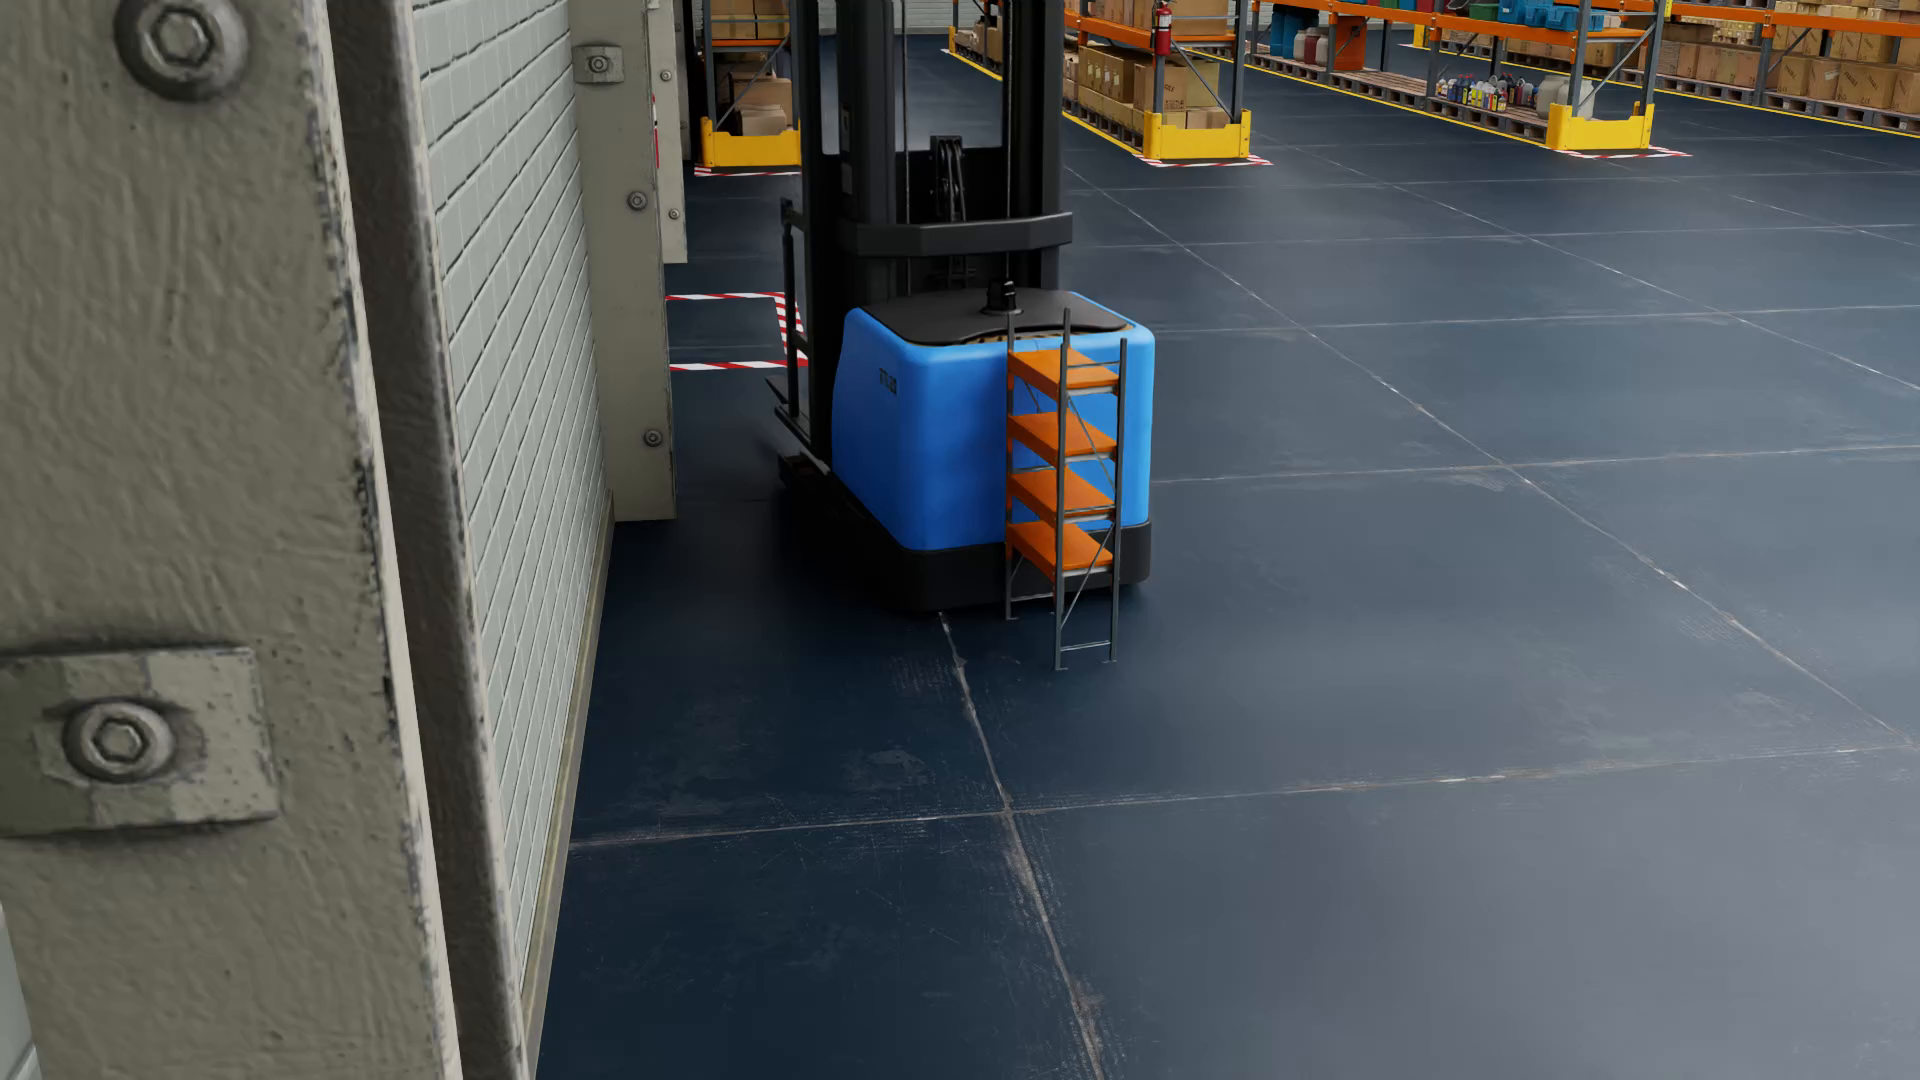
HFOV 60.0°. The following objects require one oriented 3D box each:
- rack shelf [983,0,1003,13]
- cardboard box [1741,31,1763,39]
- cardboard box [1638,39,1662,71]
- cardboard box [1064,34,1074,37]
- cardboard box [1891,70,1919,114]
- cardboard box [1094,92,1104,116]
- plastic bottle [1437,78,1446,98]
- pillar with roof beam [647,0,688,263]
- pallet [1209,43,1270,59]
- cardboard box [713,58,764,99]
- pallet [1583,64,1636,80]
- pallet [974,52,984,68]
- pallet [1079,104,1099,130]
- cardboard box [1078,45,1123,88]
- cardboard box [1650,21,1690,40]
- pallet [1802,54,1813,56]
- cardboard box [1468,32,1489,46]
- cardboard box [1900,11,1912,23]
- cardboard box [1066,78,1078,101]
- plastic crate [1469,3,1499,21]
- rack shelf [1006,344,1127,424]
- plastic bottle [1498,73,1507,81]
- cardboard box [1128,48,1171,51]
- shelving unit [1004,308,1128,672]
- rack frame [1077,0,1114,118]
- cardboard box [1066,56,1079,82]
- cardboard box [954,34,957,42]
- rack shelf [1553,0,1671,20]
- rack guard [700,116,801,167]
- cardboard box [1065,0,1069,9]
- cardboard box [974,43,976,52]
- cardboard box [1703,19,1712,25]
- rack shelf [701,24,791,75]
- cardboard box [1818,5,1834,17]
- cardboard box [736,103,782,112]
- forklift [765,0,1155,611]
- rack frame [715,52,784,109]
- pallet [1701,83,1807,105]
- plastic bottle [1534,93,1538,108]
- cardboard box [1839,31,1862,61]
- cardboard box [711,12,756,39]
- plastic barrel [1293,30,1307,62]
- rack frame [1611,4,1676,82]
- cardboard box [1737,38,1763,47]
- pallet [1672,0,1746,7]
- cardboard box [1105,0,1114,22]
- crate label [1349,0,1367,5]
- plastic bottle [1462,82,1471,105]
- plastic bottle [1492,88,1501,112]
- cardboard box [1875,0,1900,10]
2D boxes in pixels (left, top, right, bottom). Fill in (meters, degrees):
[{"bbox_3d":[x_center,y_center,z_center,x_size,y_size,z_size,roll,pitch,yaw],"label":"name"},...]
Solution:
[{"bbox_3d":[1.230,-8.895,27.773,1.077,0.370,4.000,-3,21,-8],"label":"rack shelf"},{"bbox_3d":[15.308,-9.732,32.034,0.380,0.149,0.250,-3,21,-7],"label":"cardboard box"},{"bbox_3d":[11.438,-7.842,26.870,0.700,0.500,0.500,-4,21,-11],"label":"cardboard box"},{"bbox_3d":[1.588,-8.102,27.565,0.500,0.500,0.500,-3,21,-8],"label":"cardboard box"},{"bbox_3d":[12.282,-5.716,21.206,0.500,0.500,0.500,2,21,6],"label":"cardboard box"},{"bbox_3d":[1.996,-5.541,21.094,0.500,0.250,0.500,-3,21,-8],"label":"cardboard box"},{"bbox_3d":[6.610,-6.199,22.797,0.097,0.271,0.097,0,20,0],"label":"plastic bottle"},{"bbox_3d":[1.939,-6.668,12.207,9.100,9.000,0.400,-3,21,-8],"label":"pillar with roof beam"},{"bbox_3d":[5.521,-9.543,32.465,1.003,0.211,1.213,-3,21,-8],"label":"pallet"},{"bbox_3d":[-3.053,-6.369,22.926,0.700,0.500,0.500,-3,21,-9],"label":"cardboard box"},{"bbox_3d":[11.283,-8.009,28.357,1.003,0.211,1.213,-3,21,-8],"label":"pallet"},{"bbox_3d":[0.844,-8.856,30.626,1.003,0.211,1.213,-3,21,-8],"label":"pallet"},{"bbox_3d":[2.168,-5.571,21.830,1.003,0.211,1.213,-3,21,-8],"label":"pallet"},{"bbox_3d":[1.852,-6.238,21.890,0.500,0.500,0.500,-3,21,-8],"label":"cardboard box"},{"bbox_3d":[11.448,-8.194,26.740,0.500,0.250,0.500,-2,21,-6],"label":"cardboard box"},{"bbox_3d":[15.961,-8.639,30.045,1.003,0.211,1.213,-3,21,-8],"label":"pallet"},{"bbox_3d":[10.600,-10.169,32.591,0.875,0.875,0.875,-3,21,-8],"label":"cardboard box"},{"bbox_3d":[12.092,-6.585,20.920,0.380,0.149,0.250,-3,21,-8],"label":"cardboard box"},{"bbox_3d":[1.749,-6.192,22.838,0.500,0.250,0.500,-3,21,-8],"label":"cardboard box"},{"bbox_3d":[6.914,-6.820,21.491,0.450,0.188,0.662,-3,21,-8],"label":"plastic crate"},{"bbox_3d":[0.368,-0.554,5.861,0.258,0.148,0.480,-7,22,-18],"label":"rack shelf"},{"bbox_3d":[7.375,-6.160,22.579,0.144,0.351,0.185,-3,21,-9],"label":"plastic bottle"},{"bbox_3d":[2.439,-6.091,21.496,0.500,0.500,0.500,-3,21,-8],"label":"cardboard box"},{"bbox_3d":[0.368,-0.186,5.999,0.258,1.200,0.503,-7,22,-18],"label":"shelving unit"},{"bbox_3d":[2.095,-7.155,22.085,1.000,3.000,0.127,-3,21,-8],"label":"rack frame"},{"bbox_3d":[1.753,-6.452,22.732,0.500,0.311,0.500,-3,21,-8],"label":"cardboard box"},{"bbox_3d":[0.086,-10.018,33.197,0.380,0.149,0.250,-3,21,-8],"label":"cardboard box"},{"bbox_3d":[11.034,-9.394,29.108,1.077,0.370,4.000,-3,21,-8],"label":"rack shelf"},{"bbox_3d":[-2.240,-4.374,18.213,1.175,0.500,0.348,-3,21,-8],"label":"rack guard"},{"bbox_3d":[1.777,-8.006,24.223,0.500,0.500,0.500,-4,21,-11],"label":"cardboard box"},{"bbox_3d":[0.466,-9.105,30.753,0.380,0.149,0.250,-3,21,-8],"label":"cardboard box"},{"bbox_3d":[15.099,-10.336,33.227,0.380,0.149,0.250,-4,21,-10],"label":"cardboard box"},{"bbox_3d":[-2.518,-5.874,19.685,1.077,0.370,4.000,-3,21,-8],"label":"rack shelf"},{"bbox_3d":[11.759,-7.099,22.294,0.380,0.149,0.250,-3,21,-8],"label":"cardboard box"},{"bbox_3d":[-2.322,-4.907,19.281,0.500,0.311,0.500,-1,21,-3],"label":"cardboard box"},{"bbox_3d":[-0.216,-1.585,7.271,1.130,2.935,3.031,-7,22,-18],"label":"forklift"},{"bbox_3d":[-2.806,-6.904,21.413,1.000,3.000,0.127,-3,21,-8],"label":"rack frame"},{"bbox_3d":[11.785,-6.616,24.629,1.003,0.211,1.213,-3,21,-8],"label":"pallet"},{"bbox_3d":[7.543,-5.745,21.681,0.097,0.201,0.097,0,20,0],"label":"plastic bottle"},{"bbox_3d":[15.820,-8.674,29.124,0.500,0.500,0.500,-2,21,-6],"label":"cardboard box"},{"bbox_3d":[-2.489,-5.610,18.135,0.500,0.250,0.500,-3,21,-7],"label":"cardboard box"},{"bbox_3d":[6.001,-8.570,28.830,0.421,0.512,0.421,0,20,0],"label":"plastic barrel"},{"bbox_3d":[11.322,-9.038,27.128,1.000,3.000,0.127,-3,21,-8],"label":"rack frame"},{"bbox_3d":[15.275,-9.618,32.155,0.380,0.149,0.250,-3,21,-7],"label":"cardboard box"},{"bbox_3d":[11.648,-8.265,25.332,1.003,0.211,1.213,-3,21,-8],"label":"pallet"},{"bbox_3d":[2.248,-6.866,21.169,0.700,0.500,0.500,-3,21,-8],"label":"cardboard box"},{"bbox_3d":[6.296,-8.447,25.495,0.502,0.435,0.616,-3,21,-8],"label":"crate label"},{"bbox_3d":[6.713,-5.912,22.011,0.061,0.283,0.133,-2,21,-5],"label":"plastic bottle"},{"bbox_3d":[6.841,-5.605,21.190,0.061,0.283,0.133,-2,21,-6],"label":"plastic bottle"},{"bbox_3d":[12.203,-6.989,21.072,0.875,0.500,0.500,-3,21,-8],"label":"cardboard box"}]
